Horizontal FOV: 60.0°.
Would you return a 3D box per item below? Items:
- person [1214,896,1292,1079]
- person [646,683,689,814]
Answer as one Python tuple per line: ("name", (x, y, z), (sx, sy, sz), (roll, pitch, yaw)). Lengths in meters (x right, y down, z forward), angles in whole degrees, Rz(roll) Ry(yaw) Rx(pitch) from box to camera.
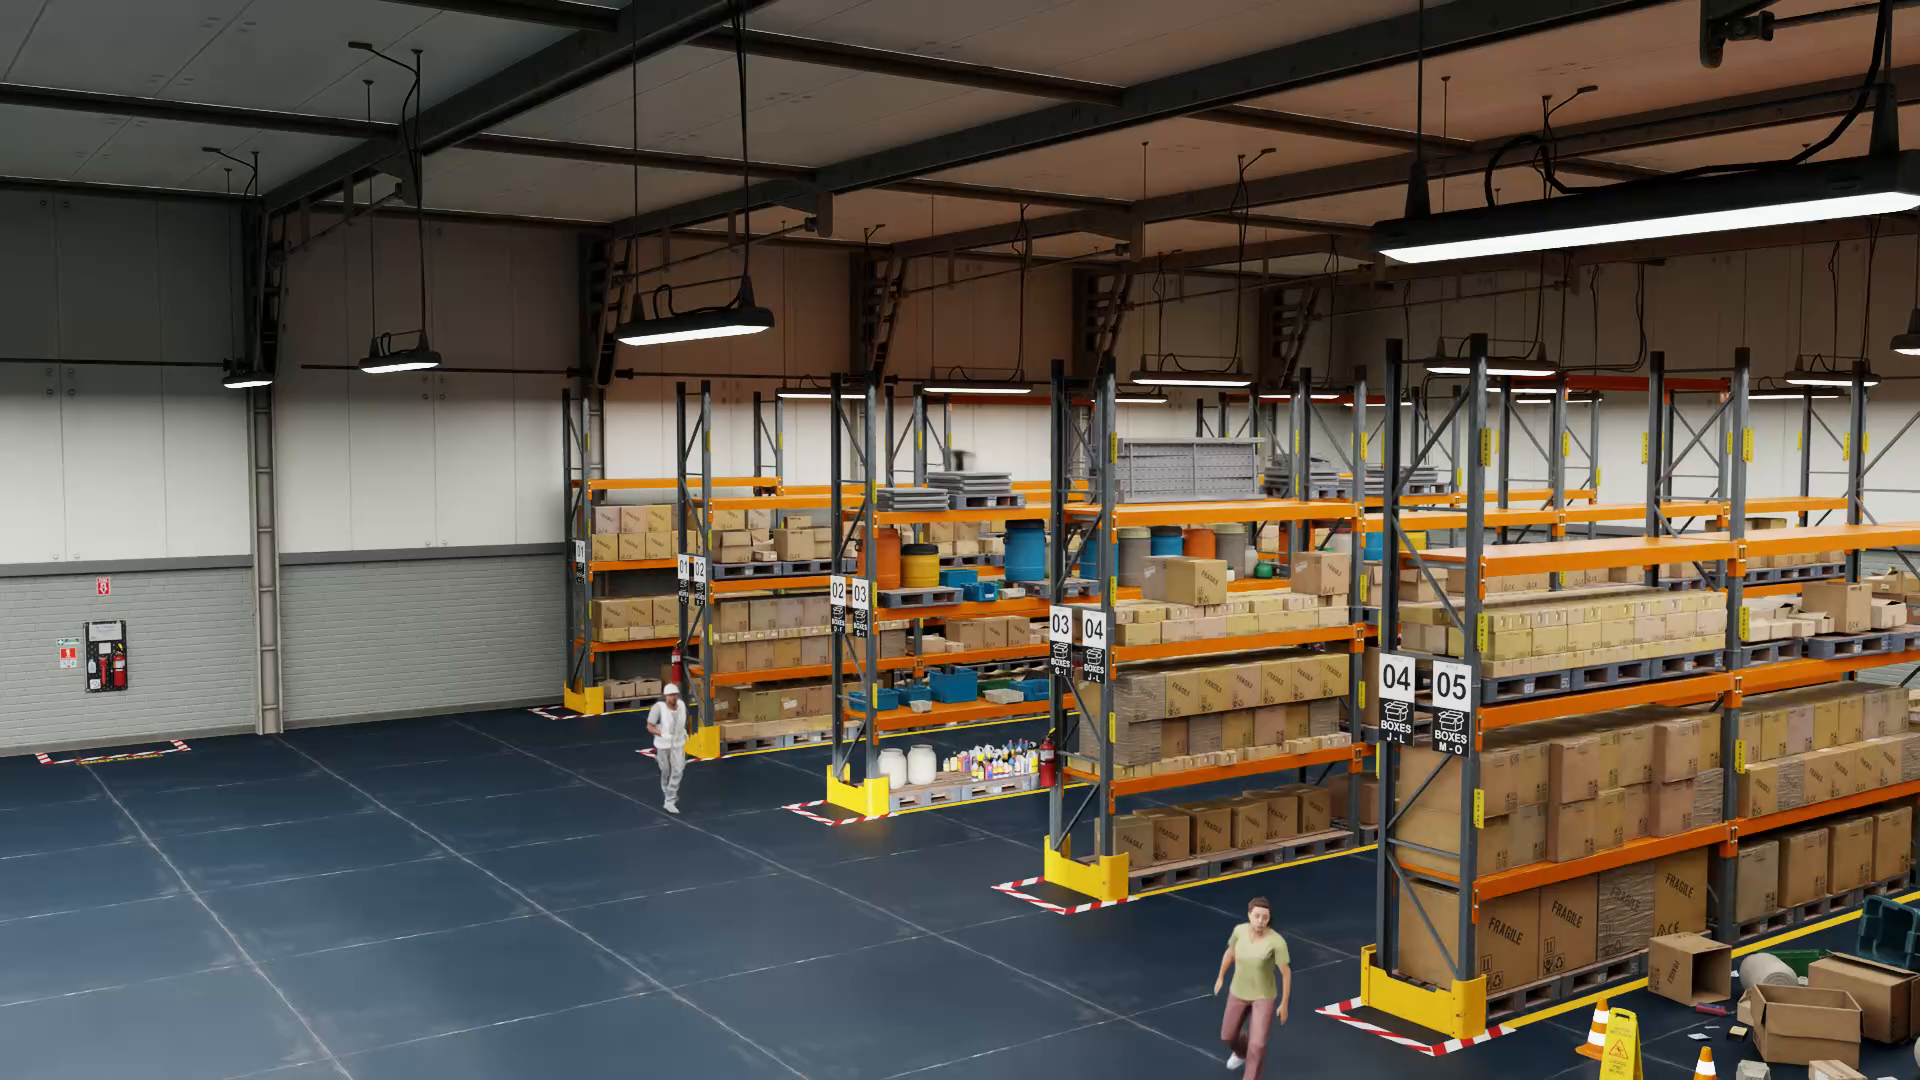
("person", (2.298, 3.521, 12.970), (0.641, 1.613, 0.725), (2, 4, 24))
("person", (-4.022, 2.814, 22.800), (0.631, 1.756, 0.861), (-2, 4, -23))
